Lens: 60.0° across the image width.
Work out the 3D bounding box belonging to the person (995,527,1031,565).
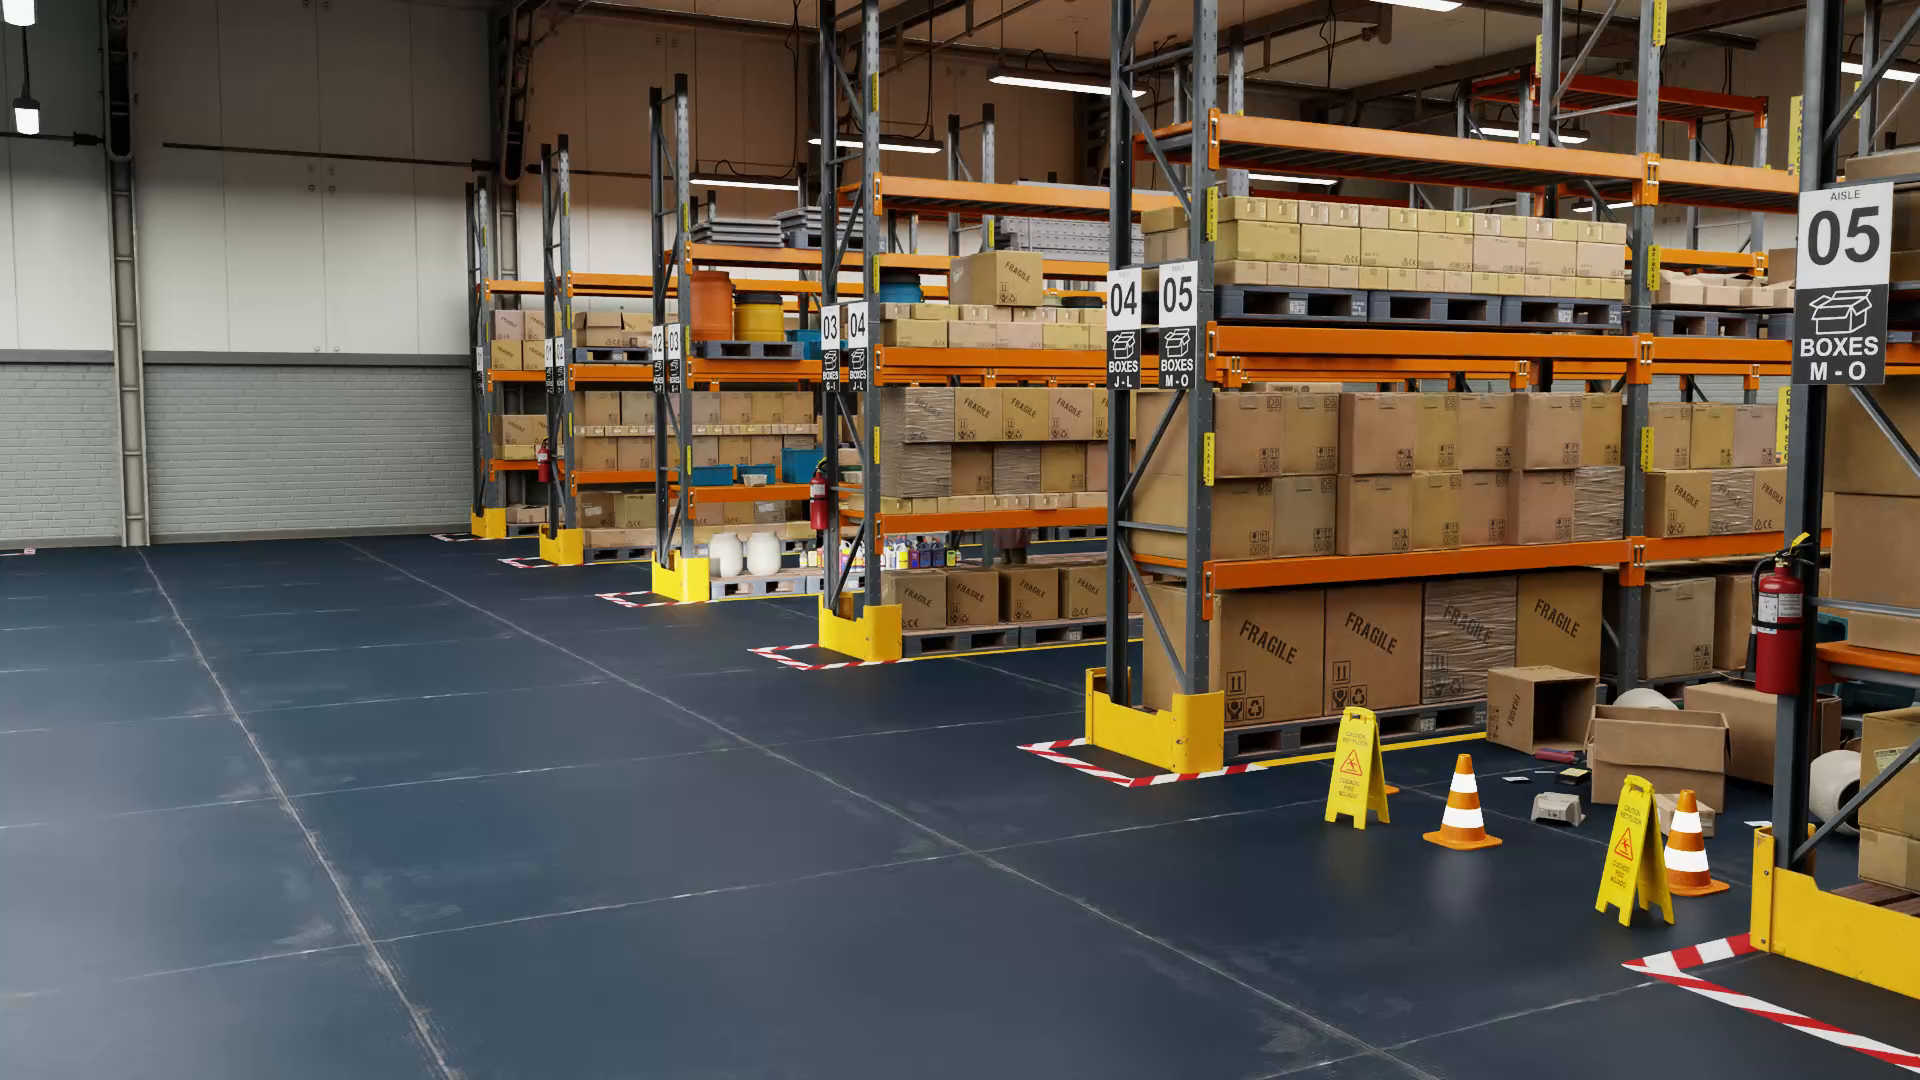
[{"bbox_3d":[0.582,-0.137,18.902,0.378,1.768,0.567,-3,6,-28],"label":"person"}]
